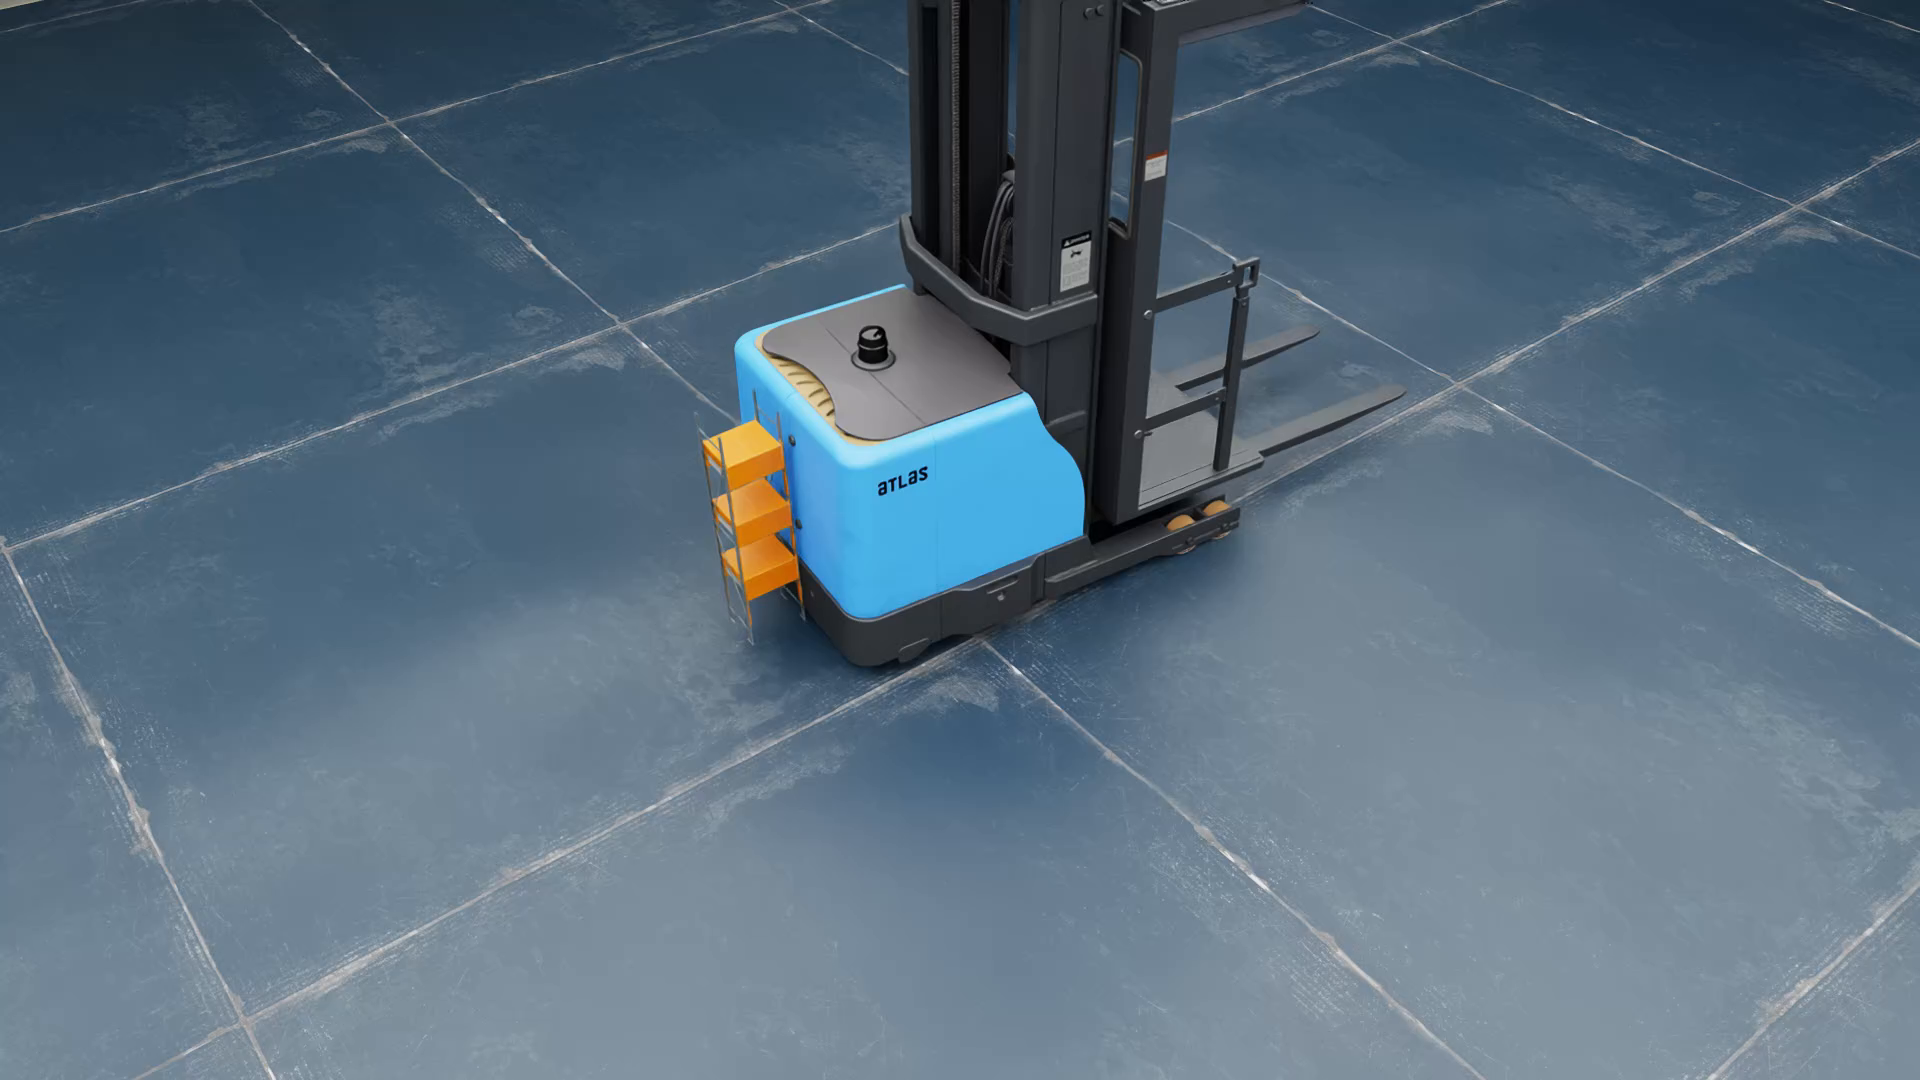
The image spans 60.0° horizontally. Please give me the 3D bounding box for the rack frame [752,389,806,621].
[{"bbox_3d":[-0.709,-0.119,6.552,0.008,1.050,0.200,-25,46,-24],"label":"rack frame"}]

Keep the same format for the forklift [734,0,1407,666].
[{"bbox_3d":[0.622,-1.339,6.571,3.031,2.935,1.130,-21,44,-24],"label":"forklift"}]

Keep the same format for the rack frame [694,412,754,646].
[{"bbox_3d":[-0.910,-0.025,6.452,0.008,1.050,0.200,-25,46,-24],"label":"rack frame"}]

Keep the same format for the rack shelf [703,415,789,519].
[{"bbox_3d":[-0.819,-0.279,6.324,0.240,0.259,0.215,-25,46,-24],"label":"rack shelf"}]

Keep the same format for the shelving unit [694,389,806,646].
[{"bbox_3d":[-0.810,-0.072,6.502,0.252,1.050,0.215,-25,46,-24],"label":"shelving unit"}]

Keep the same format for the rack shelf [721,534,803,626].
[{"bbox_3d":[-0.800,0.147,6.690,0.240,0.259,0.215,-25,46,-24],"label":"rack shelf"}]

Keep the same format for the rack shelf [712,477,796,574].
[{"bbox_3d":[-0.809,-0.064,6.509,0.240,0.259,0.215,-25,46,-24],"label":"rack shelf"}]
